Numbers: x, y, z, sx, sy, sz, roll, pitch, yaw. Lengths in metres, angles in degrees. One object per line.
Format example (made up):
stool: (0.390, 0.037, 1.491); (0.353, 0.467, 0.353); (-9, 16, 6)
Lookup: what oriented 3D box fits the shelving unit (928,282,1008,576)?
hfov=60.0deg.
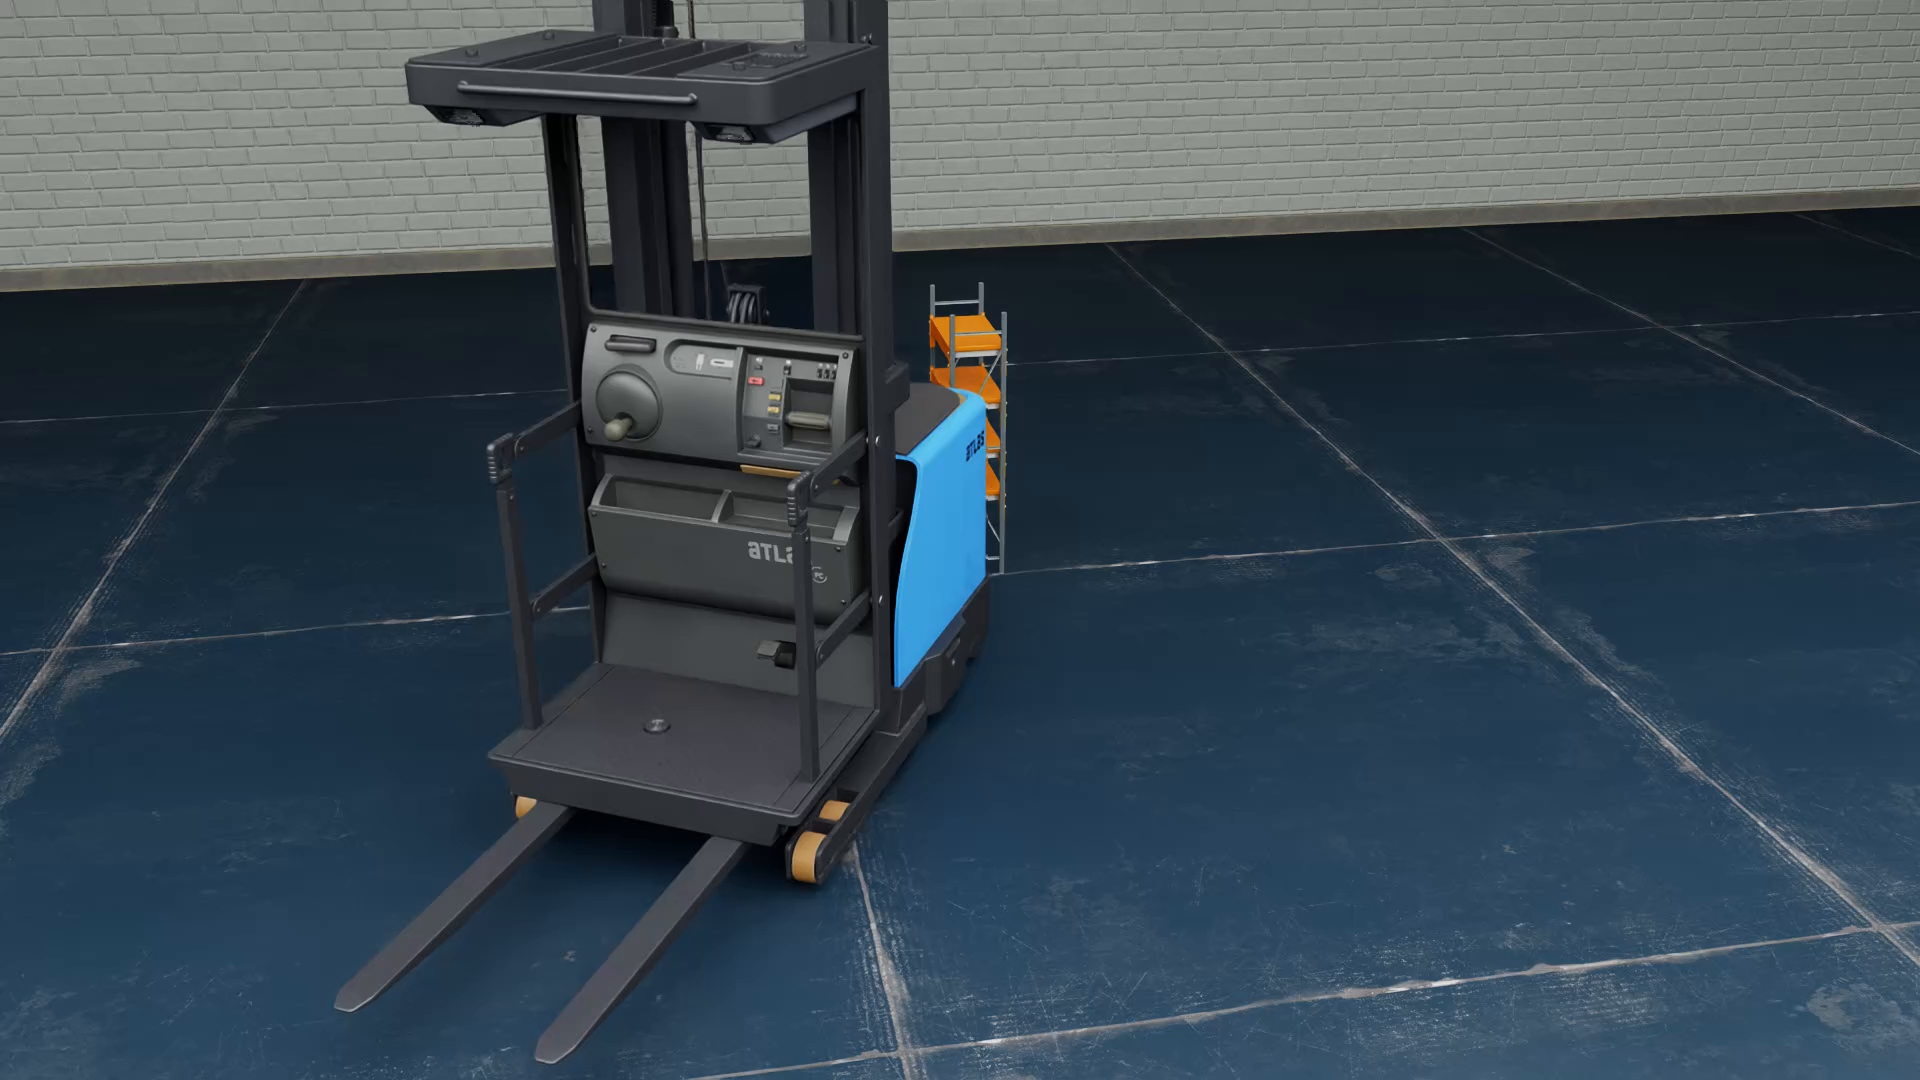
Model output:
shelving unit: (0.031, -0.485, 7.361); (0.258, 1.200, 0.503); (-4, 24, -10)

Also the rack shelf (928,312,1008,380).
rack shelf: (0.031, -0.845, 7.203); (0.258, 0.148, 0.480); (-4, 24, -10)

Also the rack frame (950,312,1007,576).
rack frame: (0.076, -0.389, 7.141); (0.240, 1.200, 0.015); (-4, 24, -10)

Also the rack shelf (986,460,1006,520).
rack shelf: (0.031, -0.241, 7.467); (0.258, 0.148, 0.480); (-4, 24, -10)

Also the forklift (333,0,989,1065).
forklift: (-0.844, -0.438, 5.091); (1.130, 2.935, 3.031); (8, 25, 17)

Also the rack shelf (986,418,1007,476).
rack shelf: (0.031, -0.423, 7.388); (0.258, 0.148, 0.480); (-4, 24, -10)

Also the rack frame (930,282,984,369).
rack frame: (-0.015, -0.581, 7.581); (0.240, 1.200, 0.015); (-4, 24, -10)

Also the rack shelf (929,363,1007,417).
rack shelf: (0.031, -0.628, 7.298); (0.258, 0.148, 0.480); (-4, 24, -10)
